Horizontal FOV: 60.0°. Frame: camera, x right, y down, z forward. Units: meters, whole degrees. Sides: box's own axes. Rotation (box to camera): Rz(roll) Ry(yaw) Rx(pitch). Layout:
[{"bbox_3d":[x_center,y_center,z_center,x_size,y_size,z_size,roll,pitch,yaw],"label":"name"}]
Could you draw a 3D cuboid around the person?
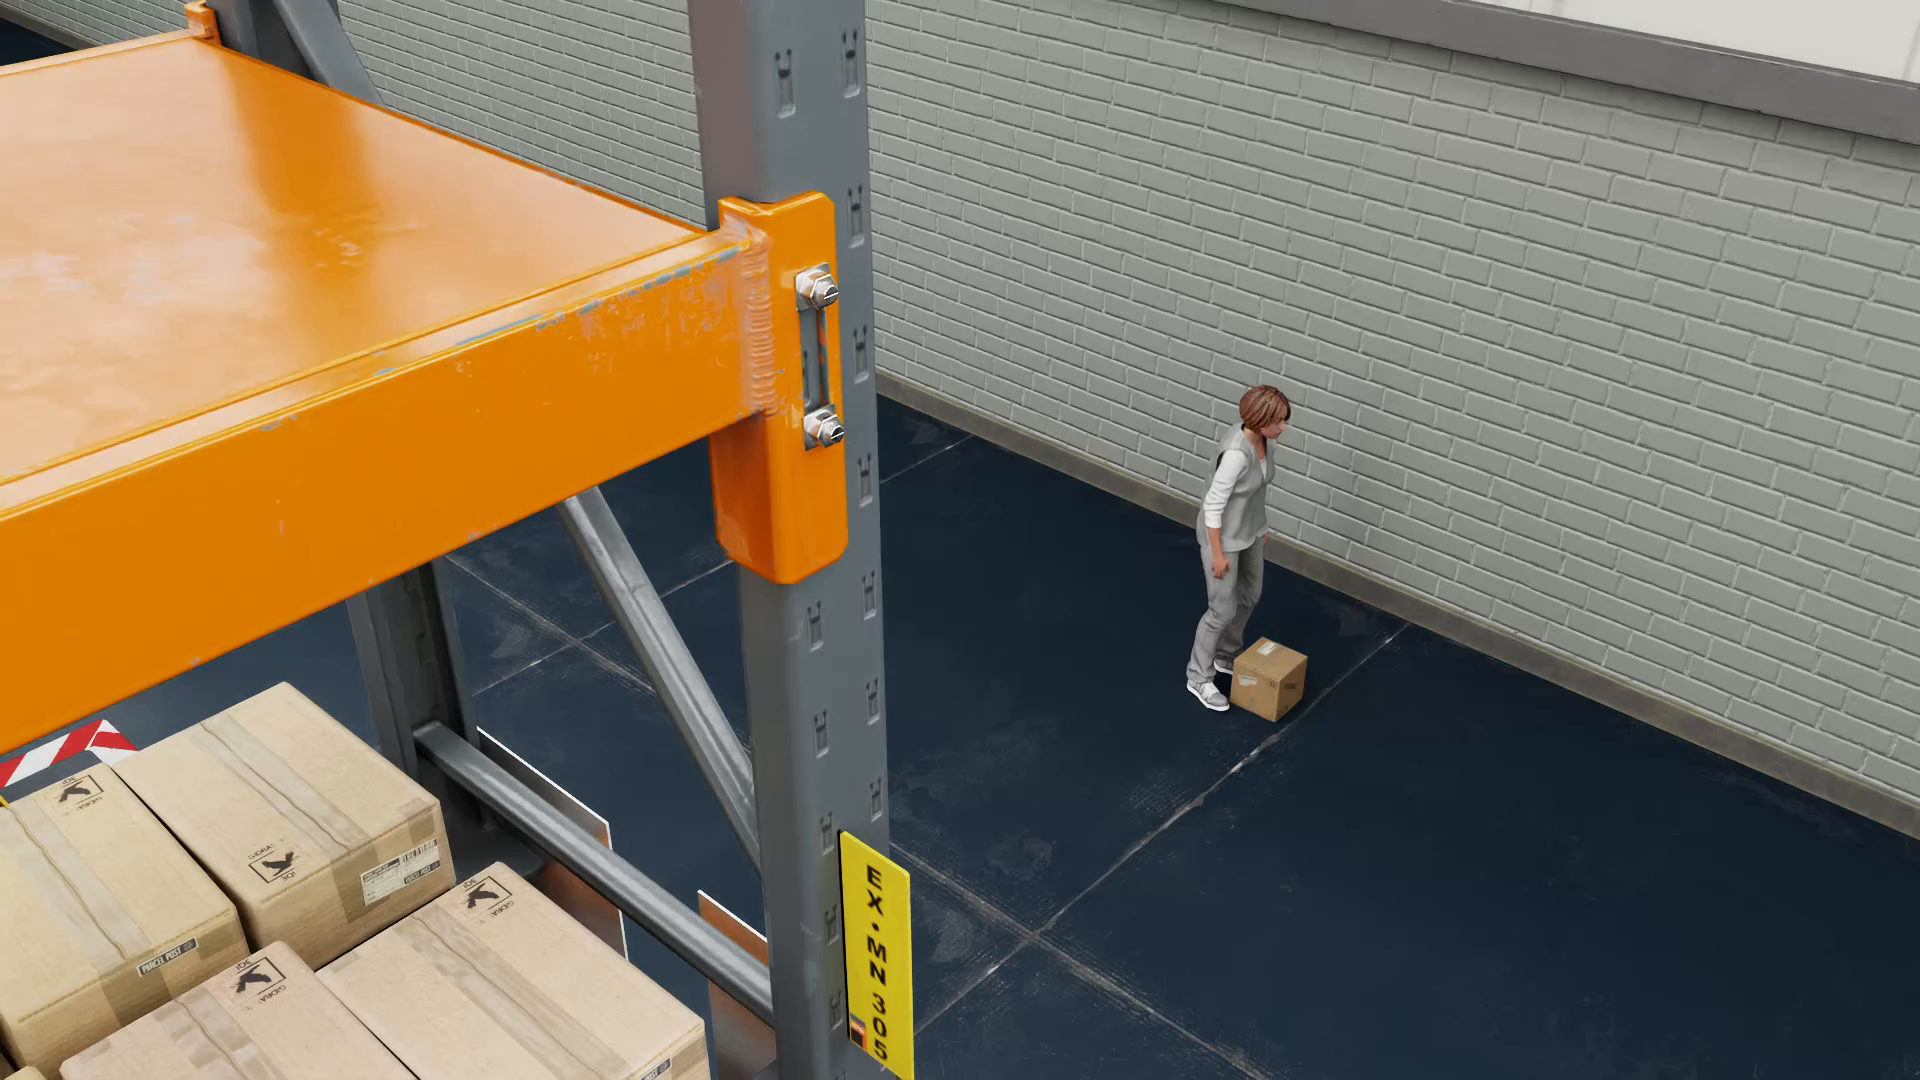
[{"bbox_3d":[1.269,0.004,7.639,0.349,1.592,0.477,23,38,32],"label":"person"}]
